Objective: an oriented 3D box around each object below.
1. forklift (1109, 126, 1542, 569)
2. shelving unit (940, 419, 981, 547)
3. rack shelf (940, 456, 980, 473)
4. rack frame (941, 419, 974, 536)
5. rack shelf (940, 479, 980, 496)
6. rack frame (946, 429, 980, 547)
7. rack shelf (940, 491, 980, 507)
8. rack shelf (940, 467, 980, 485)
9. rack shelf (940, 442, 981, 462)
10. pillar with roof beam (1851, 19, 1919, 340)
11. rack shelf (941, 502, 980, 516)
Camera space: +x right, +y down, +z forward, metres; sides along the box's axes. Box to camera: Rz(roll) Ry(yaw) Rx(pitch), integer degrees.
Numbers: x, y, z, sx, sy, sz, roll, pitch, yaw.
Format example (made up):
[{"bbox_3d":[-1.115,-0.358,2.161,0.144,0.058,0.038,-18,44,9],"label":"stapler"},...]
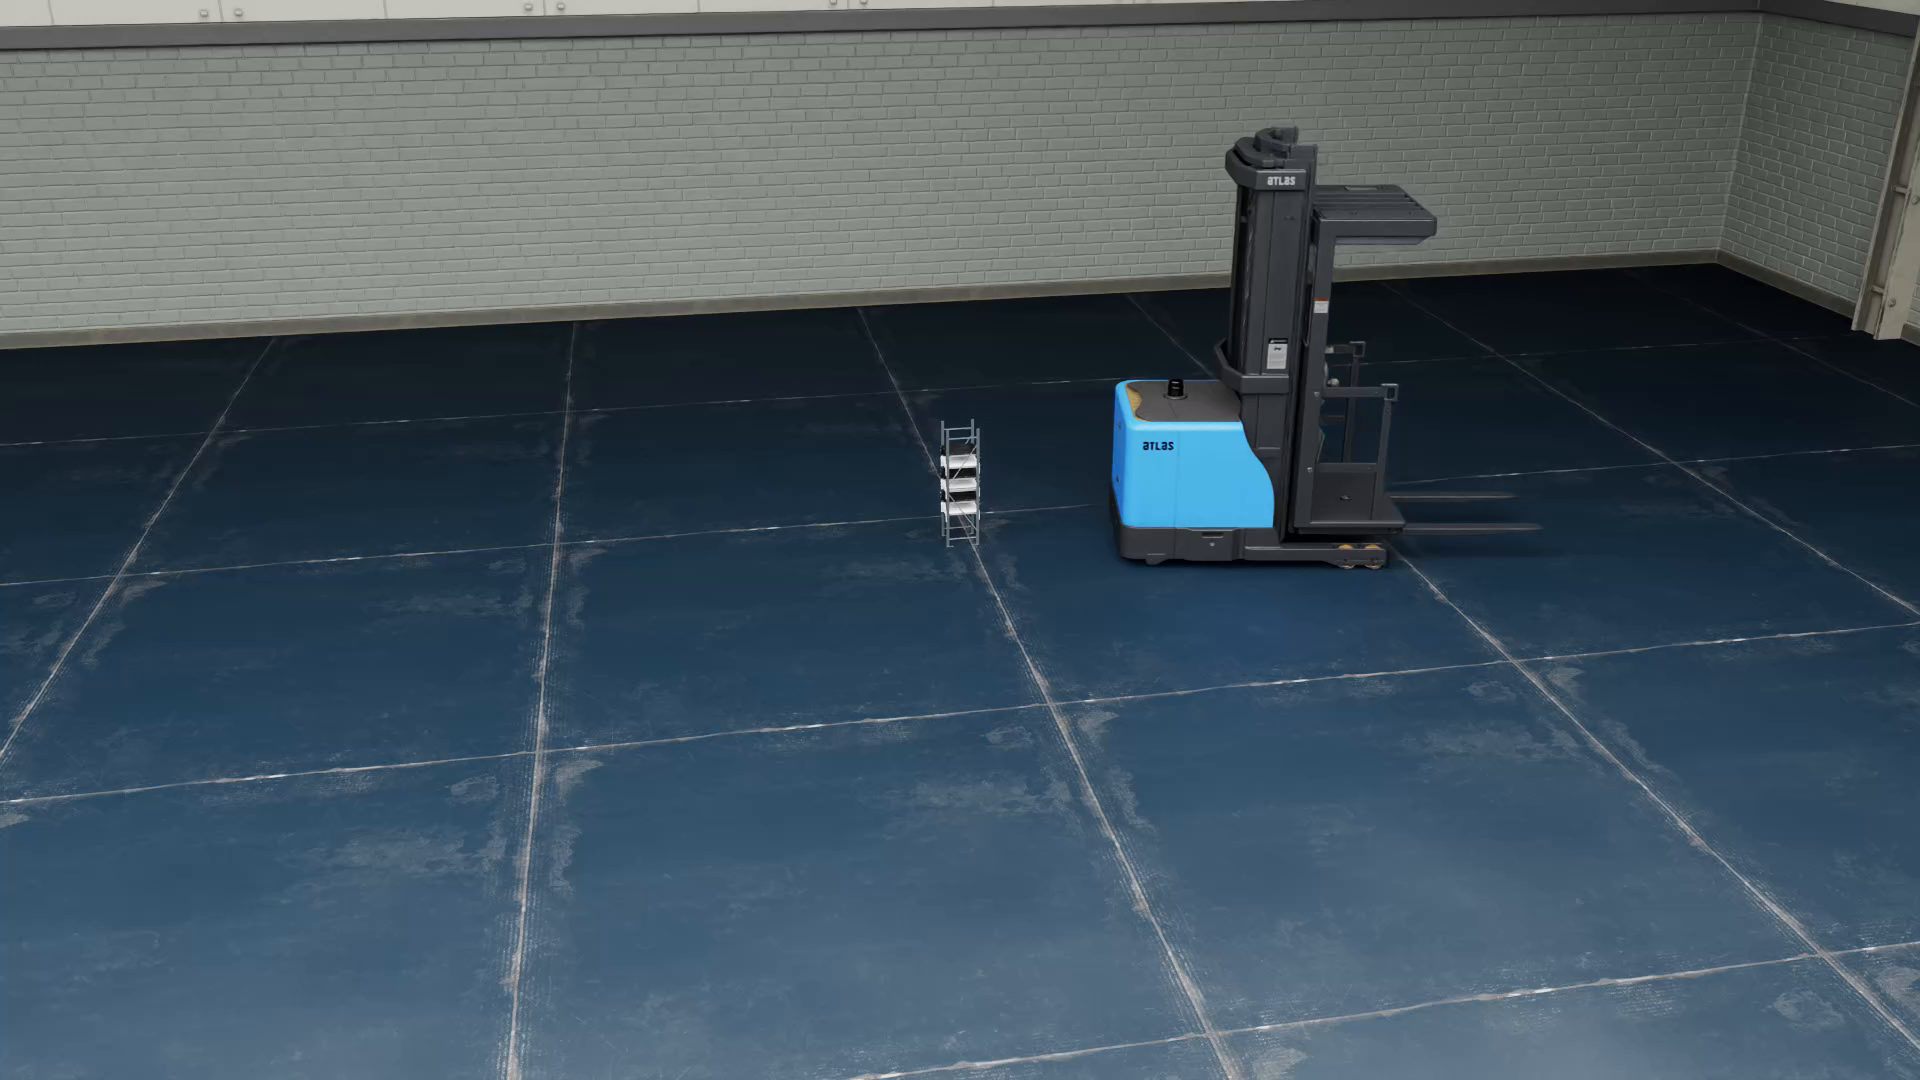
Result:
[{"bbox_3d":[2.647,-1.353,11.685,3.031,2.935,1.130,0,24,0],"label":"forklift"},{"bbox_3d":[0.001,-0.409,12.063,0.258,0.900,0.210,-4,24,-10],"label":"shelving unit"},{"bbox_3d":[0.001,-0.544,12.004,0.258,0.077,0.200,-4,24,-10],"label":"rack shelf"},{"bbox_3d":[-0.017,-0.449,12.154,0.240,0.900,0.006,-4,24,-10],"label":"rack frame"},{"bbox_3d":[0.001,-0.379,12.076,0.258,0.077,0.200,-4,24,-10],"label":"rack shelf"},{"bbox_3d":[0.020,-0.369,11.971,0.240,0.900,0.006,-4,24,-10],"label":"rack frame"},{"bbox_3d":[0.001,-0.296,12.112,0.258,0.077,0.200,-4,24,-10],"label":"rack shelf"},{"bbox_3d":[0.001,-0.461,12.040,0.258,0.077,0.200,-4,24,-10],"label":"rack shelf"},{"bbox_3d":[0.001,-0.626,11.968,0.258,0.077,0.200,-4,24,-10],"label":"rack shelf"},{"bbox_3d":[5.206,-5.932,14.588,9.100,9.000,0.400,-4,24,-10],"label":"pillar with roof beam"},{"bbox_3d":[0.001,-0.214,12.148,0.258,0.077,0.200,-4,24,-10],"label":"rack shelf"}]
